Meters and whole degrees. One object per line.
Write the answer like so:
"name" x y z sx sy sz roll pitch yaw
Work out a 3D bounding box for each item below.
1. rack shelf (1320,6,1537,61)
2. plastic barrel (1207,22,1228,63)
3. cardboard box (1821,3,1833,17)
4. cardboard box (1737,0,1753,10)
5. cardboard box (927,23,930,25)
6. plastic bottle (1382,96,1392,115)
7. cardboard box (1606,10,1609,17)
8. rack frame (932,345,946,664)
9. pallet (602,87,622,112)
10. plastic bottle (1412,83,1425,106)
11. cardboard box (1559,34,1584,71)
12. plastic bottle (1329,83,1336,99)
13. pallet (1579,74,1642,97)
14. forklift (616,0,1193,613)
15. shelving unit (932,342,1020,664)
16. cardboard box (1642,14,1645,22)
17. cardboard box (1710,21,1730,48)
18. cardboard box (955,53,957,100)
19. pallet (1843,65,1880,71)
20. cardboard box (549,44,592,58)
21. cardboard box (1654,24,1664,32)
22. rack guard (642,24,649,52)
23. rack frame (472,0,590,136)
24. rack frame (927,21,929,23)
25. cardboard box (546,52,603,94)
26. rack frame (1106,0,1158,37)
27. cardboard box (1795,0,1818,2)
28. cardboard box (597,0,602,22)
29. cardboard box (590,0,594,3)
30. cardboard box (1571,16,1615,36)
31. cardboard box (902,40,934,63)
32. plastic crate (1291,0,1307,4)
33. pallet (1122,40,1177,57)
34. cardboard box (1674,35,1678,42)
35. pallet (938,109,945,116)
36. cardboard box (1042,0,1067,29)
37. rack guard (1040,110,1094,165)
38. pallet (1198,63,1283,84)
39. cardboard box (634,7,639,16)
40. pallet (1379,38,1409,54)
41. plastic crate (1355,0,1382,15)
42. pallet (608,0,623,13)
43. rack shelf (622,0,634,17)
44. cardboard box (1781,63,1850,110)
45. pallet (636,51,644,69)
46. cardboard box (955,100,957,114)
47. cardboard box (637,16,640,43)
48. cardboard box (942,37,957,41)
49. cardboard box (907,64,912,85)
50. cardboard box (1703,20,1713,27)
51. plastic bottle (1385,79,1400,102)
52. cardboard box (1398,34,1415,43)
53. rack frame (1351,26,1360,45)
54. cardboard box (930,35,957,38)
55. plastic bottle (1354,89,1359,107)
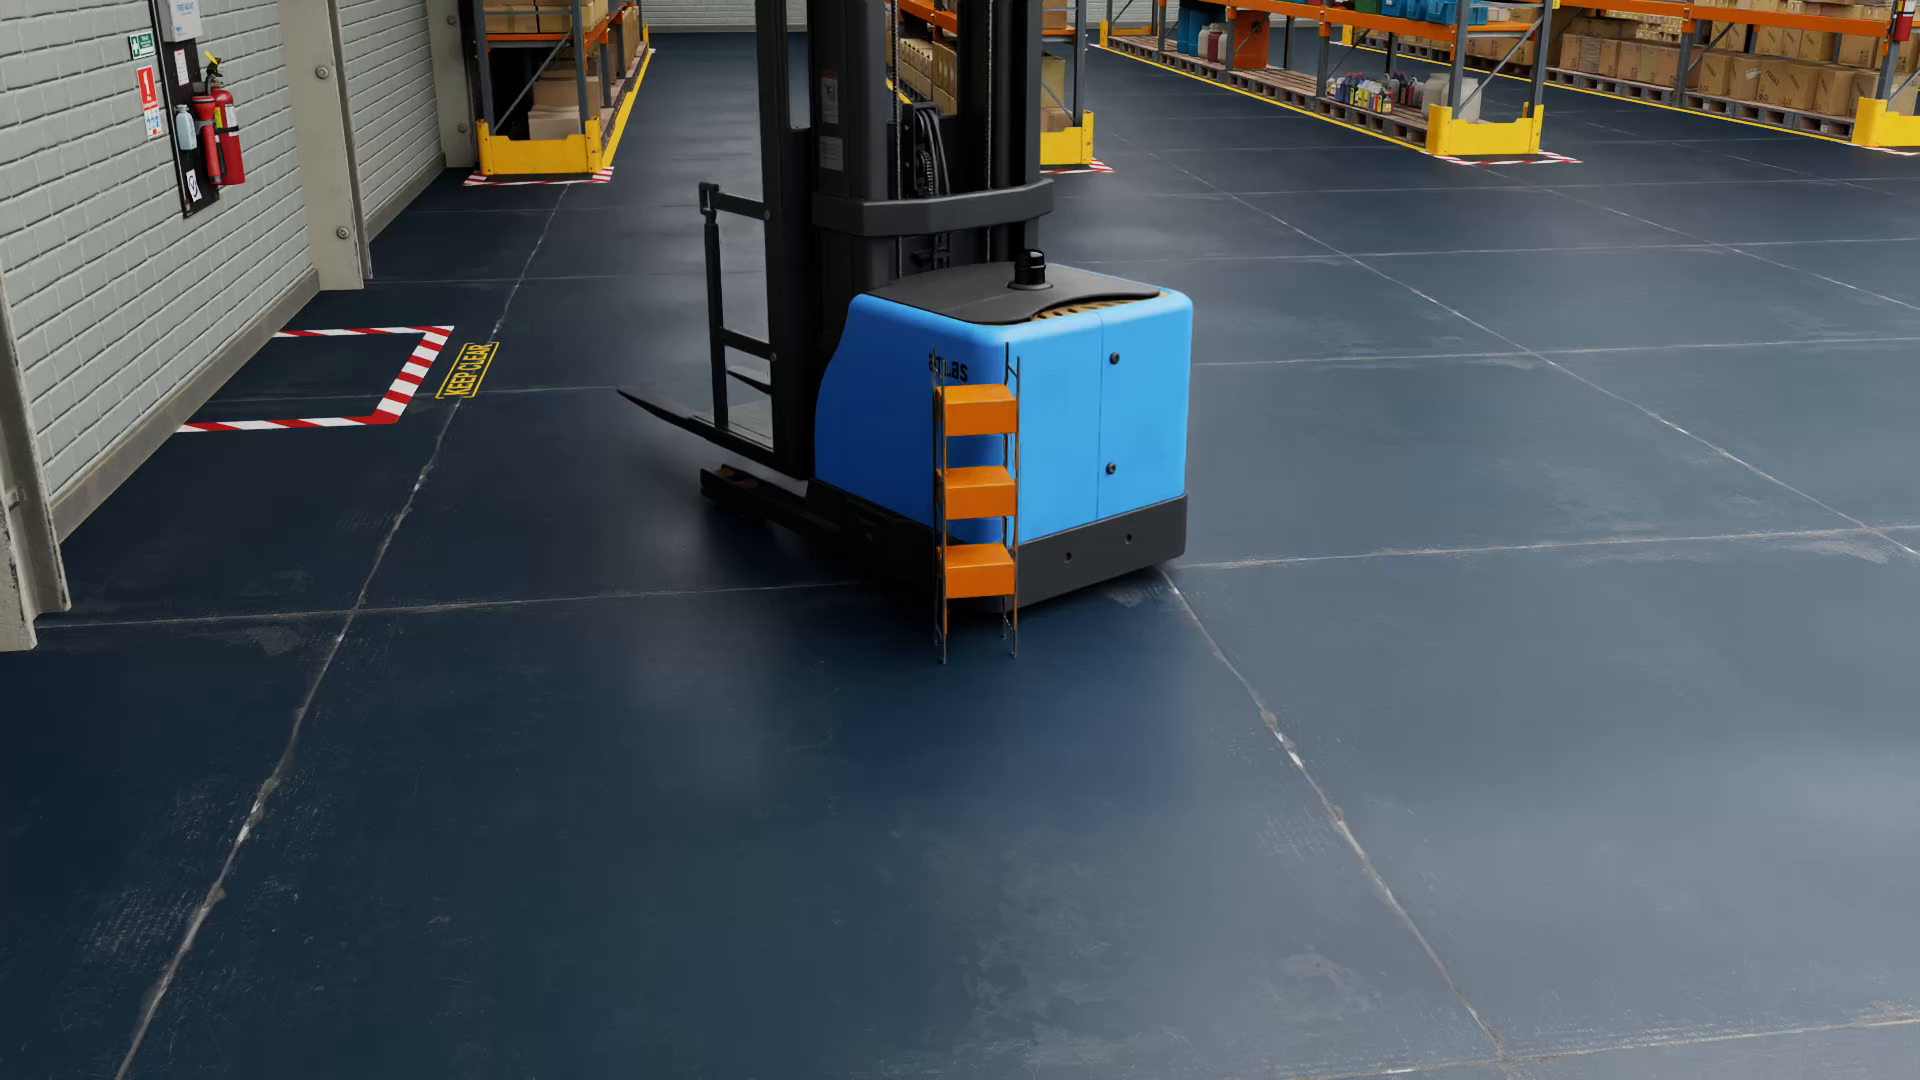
"rack shelf" 5.373 -5.901 19.257 1.077 0.370 4.000 -3 21 -8
"plastic barrel" 4.258 -7.942 26.540 0.600 0.588 0.708 -3 21 -8
"cardboard box" 10.179 -6.113 19.154 0.380 0.149 0.250 -3 21 -8
"cardboard box" 9.847 -6.626 20.529 0.380 0.149 0.250 -3 21 -8
"cardboard box" -0.615 -8.331 27.678 0.500 0.500 0.500 -3 21 -8
"plastic bottle" 4.963 -5.055 19.333 0.097 0.201 0.097 0 20 0
"cardboard box" 12.919 -10.492 33.144 0.380 0.149 0.250 -4 21 -10
"rack frame" -0.069 -0.109 5.506 0.008 1.050 0.200 -4 21 -10
"pallet" -5.011 -5.818 21.990 1.003 0.211 1.213 -3 21 -8
"plastic bottle" 5.557 -5.418 20.198 0.152 0.276 0.135 -3 21 -7
"cardboard box" 9.526 -7.370 25.104 0.700 0.500 0.500 -4 21 -11
"plastic bottle" 4.712 -5.658 20.949 0.097 0.201 0.097 0 20 0
"pallet" 9.694 -6.567 23.997 1.003 0.211 1.213 -3 21 -8
"forklift" -0.452 -1.559 6.702 1.130 2.935 3.031 -16 26 -36
"shelving unit" 0.051 -0.116 5.526 0.252 1.050 0.215 -4 21 -10
"cardboard box" 13.259 -9.955 31.707 0.380 0.149 0.250 -3 21 -8
"cardboard box" 13.600 -8.922 29.289 0.500 0.500 0.500 -2 21 -6
"cardboard box" 0.229 -5.073 18.270 0.500 0.500 0.500 -3 21 -8
"pallet" 14.372 -7.198 25.685 1.003 0.211 1.213 -3 21 -8
"cardboard box" -4.908 -6.224 20.965 0.500 0.250 0.500 -3 21 -9
"cardboard box" 13.293 -9.623 31.243 0.380 0.149 0.250 -2 21 -6
"rack guard" -6.452 -9.423 31.231 1.175 0.500 0.348 -3 21 -8
"rack frame" -4.142 -5.046 15.940 1.000 3.000 0.127 -3 21 -8
"rack frame" -0.970 -9.452 27.736 1.000 3.000 0.127 -3 21 -8
"cardboard box" -4.999 -6.075 21.639 0.700 0.500 0.500 -3 21 -7
"rack frame" 3.355 -11.085 32.110 1.000 3.000 0.127 -3 21 -8
"cardboard box" 10.291 -6.516 19.307 0.875 0.500 0.500 -3 21 -8
"cardboard box" -4.125 -5.701 17.879 0.500 0.250 0.500 -3 21 -7
"cardboard box" -3.975 -5.689 16.774 0.500 0.500 0.500 -3 21 -8
"cardboard box" 9.536 -7.721 24.974 0.500 0.250 0.500 -2 21 -6
"cardboard box" -0.525 -6.861 23.327 0.500 0.311 0.500 -3 21 -9
"plastic crate" 4.618 -7.289 21.969 0.392 0.384 0.575 -3 21 -8
"pallet" 3.608 -9.070 30.699 1.003 0.211 1.213 -3 21 -8
"cardboard box" 13.408 -9.240 30.641 0.380 0.149 0.250 -2 21 -6
"pallet" 0.256 -5.098 20.065 1.003 0.211 1.213 -3 21 -8
"cardboard box" 0.705 -5.506 17.029 0.700 0.500 0.500 -3 21 -8
"rack guard" 0.763 -4.118 17.027 1.175 0.500 0.348 -3 21 -8
"pallet" 4.354 -7.280 25.907 1.003 0.211 1.213 -3 21 -8
"cardboard box" -6.012 -9.554 30.055 0.380 0.149 0.250 -2 21 -6
"pallet" 8.622 -9.335 31.407 1.003 0.211 1.213 -3 21 -8
"plastic crate" 5.002 -6.347 19.726 0.450 0.188 0.662 -3 21 -8
"pallet" -4.685 -6.613 20.409 1.003 0.211 1.213 -3 21 -8
"rack shelf" -5.583 -8.171 25.336 1.077 0.370 4.000 -3 21 -8
"cardboard box" 10.298 -5.461 20.024 0.500 0.500 0.500 -1 21 -3
"pallet" -5.904 -8.162 28.267 1.003 0.211 1.213 -3 21 -8
"cardboard box" 0.232 -4.722 18.402 0.500 0.250 0.500 -3 21 -8
"cardboard box" -6.248 -9.374 30.500 0.700 0.500 0.500 -3 21 -8
"cardboard box" -0.074 -7.069 23.885 0.500 0.311 0.500 -2 21 -6
"cardboard box" -0.454 -6.426 22.964 0.500 0.250 0.500 -3 21 -9
"cardboard box" 13.447 -9.415 30.262 0.380 0.149 0.250 -2 21 -6
"plastic bottle" 5.348 -5.570 20.606 0.152 0.276 0.135 -3 21 -8
"cardboard box" 8.688 -9.696 30.826 0.875 0.875 0.875 -3 21 -8
"rack frame" 8.257 -11.335 32.778 1.000 3.000 0.127 -3 21 -8
"cardboard box" -0.176 -7.274 24.849 0.500 0.500 0.500 -2 21 -5
"plastic bottle" 4.836 -5.361 20.153 0.097 0.201 0.097 0 20 0
